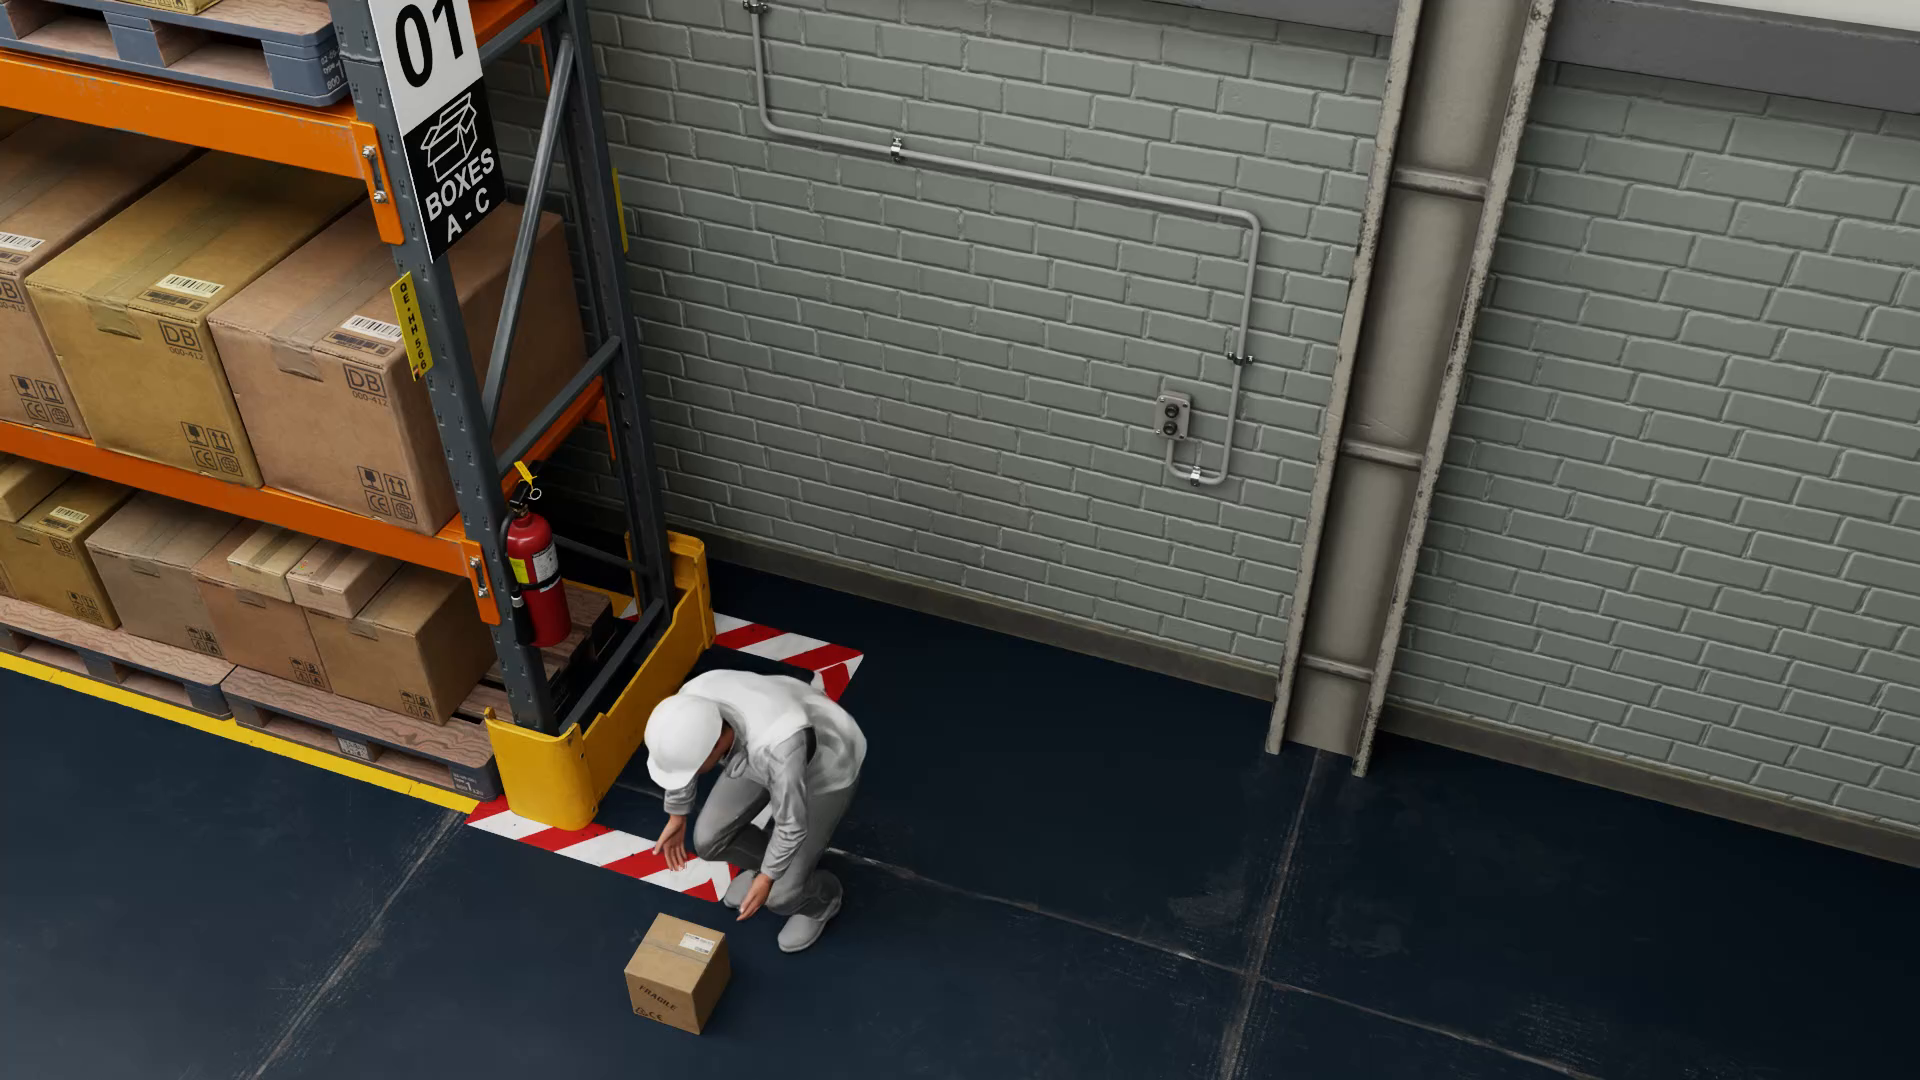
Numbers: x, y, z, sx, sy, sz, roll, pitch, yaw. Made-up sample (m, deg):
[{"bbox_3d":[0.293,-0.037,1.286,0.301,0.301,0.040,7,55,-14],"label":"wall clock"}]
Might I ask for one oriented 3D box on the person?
[{"bbox_3d":[-0.649,0.856,5.479,0.589,1.360,0.799,30,49,30],"label":"person"}]
